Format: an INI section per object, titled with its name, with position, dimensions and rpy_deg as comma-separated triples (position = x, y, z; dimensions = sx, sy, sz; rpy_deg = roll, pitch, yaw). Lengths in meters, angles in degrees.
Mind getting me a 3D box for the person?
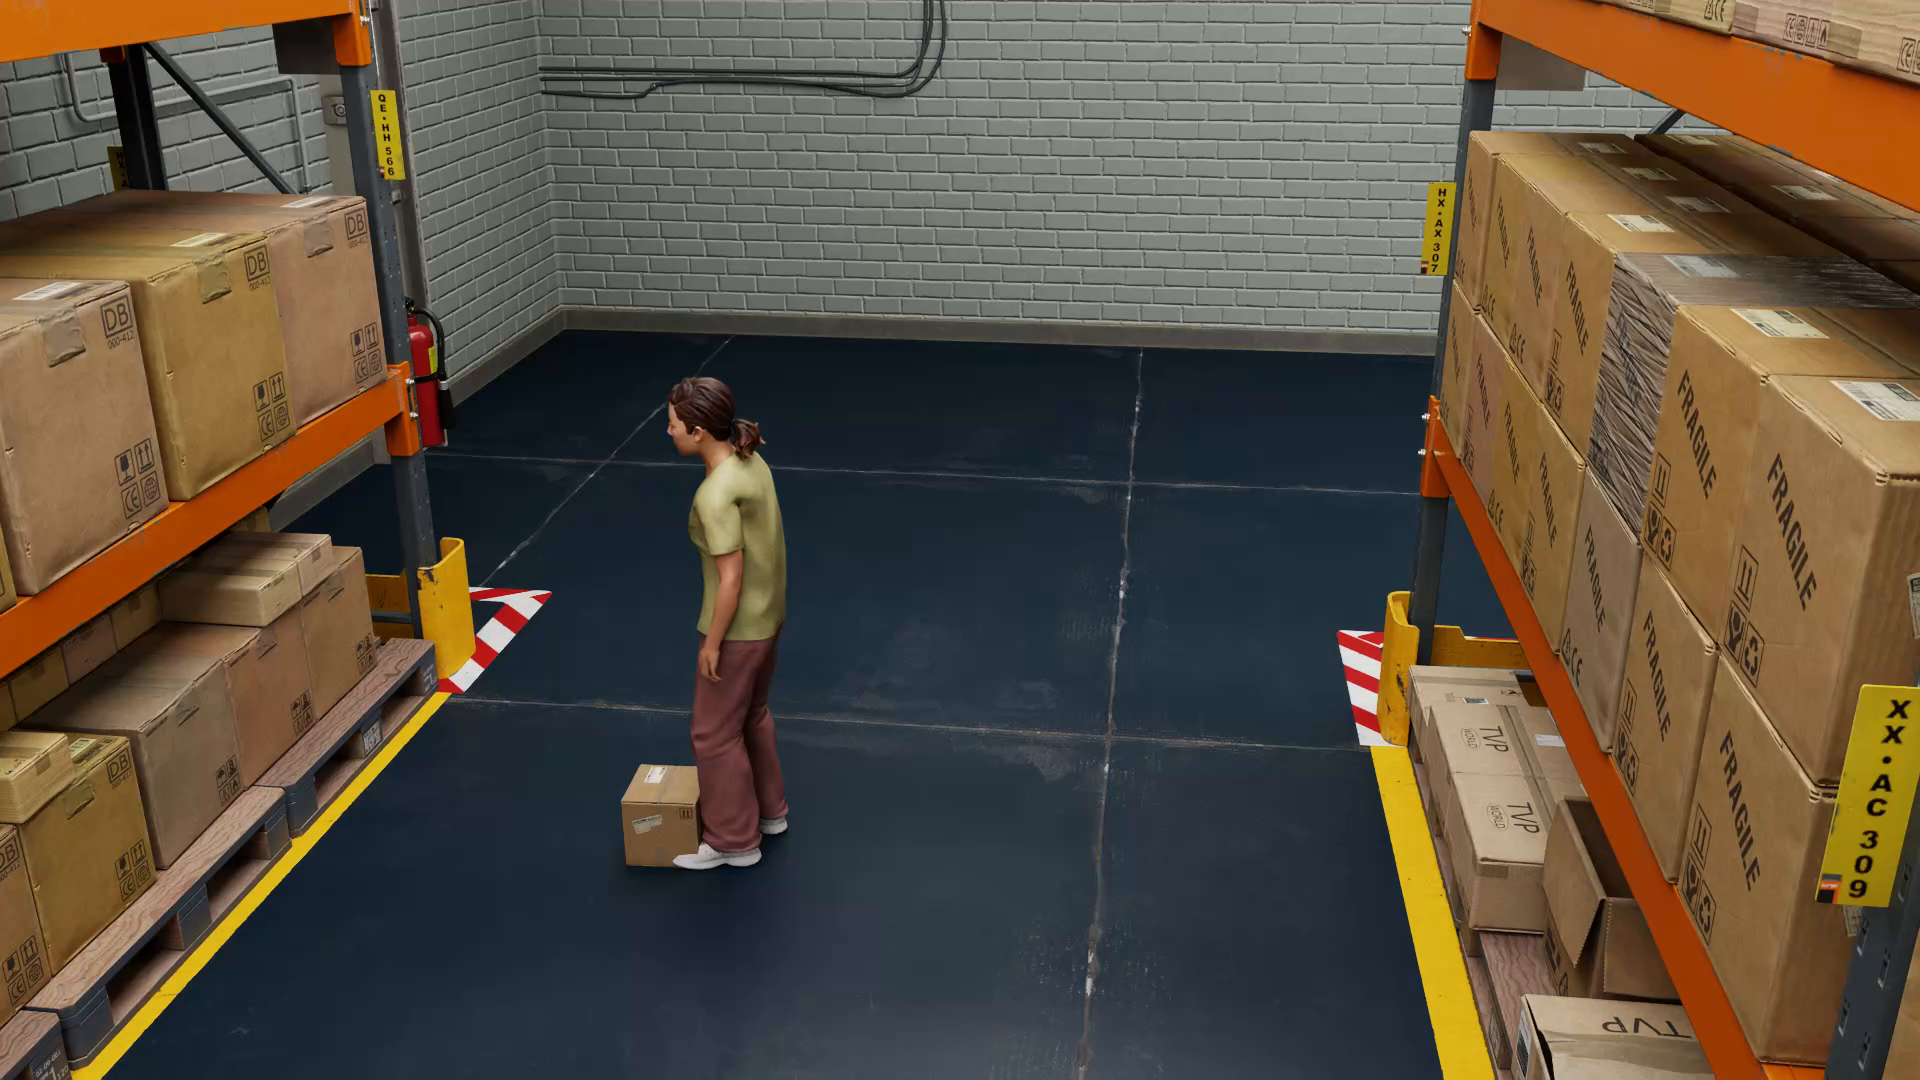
[person]
position = -0.763, 0.277, 5.373
dimensions = 0.405, 1.673, 0.499
rpy_deg = 3, 21, 7
